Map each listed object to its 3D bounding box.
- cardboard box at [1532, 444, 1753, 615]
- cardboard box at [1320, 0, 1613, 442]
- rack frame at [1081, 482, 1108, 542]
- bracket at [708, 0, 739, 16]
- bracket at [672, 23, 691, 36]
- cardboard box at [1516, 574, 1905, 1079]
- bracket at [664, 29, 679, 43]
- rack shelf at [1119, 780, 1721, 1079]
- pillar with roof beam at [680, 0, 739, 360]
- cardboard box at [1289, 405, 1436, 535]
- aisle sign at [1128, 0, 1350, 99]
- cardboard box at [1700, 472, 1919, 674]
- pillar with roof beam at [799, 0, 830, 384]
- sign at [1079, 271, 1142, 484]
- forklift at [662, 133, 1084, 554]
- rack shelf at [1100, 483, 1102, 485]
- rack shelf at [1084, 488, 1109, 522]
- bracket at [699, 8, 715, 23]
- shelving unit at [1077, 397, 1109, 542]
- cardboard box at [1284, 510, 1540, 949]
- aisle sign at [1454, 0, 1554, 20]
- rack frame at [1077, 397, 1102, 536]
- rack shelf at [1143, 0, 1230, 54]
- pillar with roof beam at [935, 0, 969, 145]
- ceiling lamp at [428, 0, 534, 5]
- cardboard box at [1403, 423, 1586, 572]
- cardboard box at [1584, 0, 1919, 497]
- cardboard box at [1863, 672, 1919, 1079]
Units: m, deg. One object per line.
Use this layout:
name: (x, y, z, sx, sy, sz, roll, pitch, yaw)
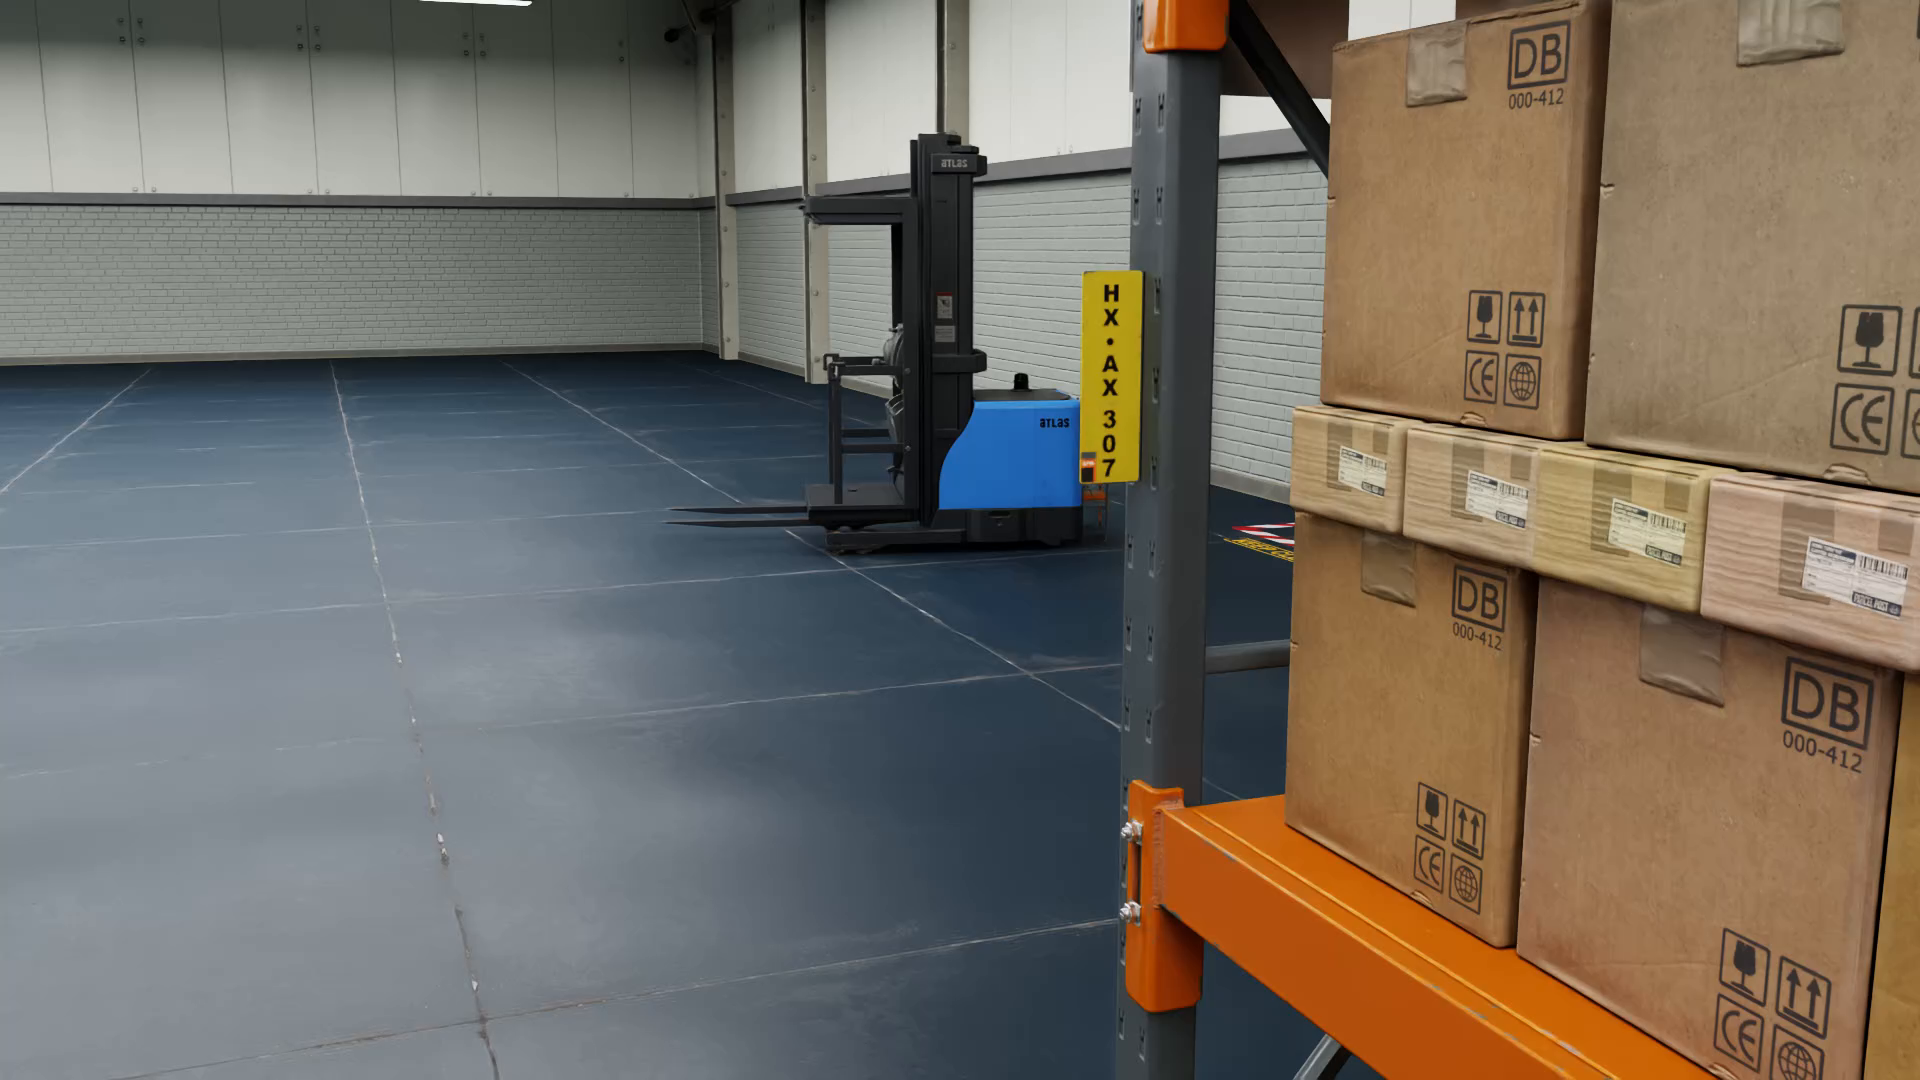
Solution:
cardboard box: (0.881, -0.027, 1.867, 0.380, 0.149, 0.250, -4, 11, -21)
cardboard box: (0.928, -0.422, 2.237, 0.700, 0.500, 0.500, -4, 11, -21)
rack frame: (0.996, -0.507, 12.270, 0.200, 1.050, 0.008, -1, 10, -6)
bracket: (-3.691, -9.187, 28.094, 0.076, 0.066, 4.783, -4, 11, -21)
bracket: (-5.570, -10.033, 32.853, 0.076, 0.066, 3.189, -4, 11, -21)
cardboard box: (1.104, 0.294, 1.919, 0.700, 0.500, 0.500, -4, 11, -19)
bracket: (-5.784, -10.130, 33.395, 0.235, 0.232, 0.430, -4, 11, -21)
rack shelf: (1.477, 0.861, 1.068, 1.077, 0.370, 4.000, -4, 11, -21)
pillar with roof beam: (-8.456, -7.652, 29.745, 9.100, 9.000, 0.548, -4, 11, -21)
cardboard box: (0.693, -0.110, 2.338, 0.380, 0.149, 0.250, -4, 11, -21)
aisle sign: (0.443, -1.091, 2.564, 0.394, 0.787, 0.004, -4, 11, -21)
cardboard box: (0.970, 0.015, 1.635, 0.380, 0.149, 0.250, -4, 11, -22)
pillar with roof beam: (-6.282, -6.673, 24.239, 9.100, 9.000, 0.400, -4, 11, -21)
sign: (0.233, -0.250, 2.565, 0.100, 0.325, 0.005, -4, 11, -21)
forklift: (-0.656, -1.437, 12.132, 3.031, 2.935, 1.130, -1, 10, -6)
rack shelf: (0.983, -0.517, 12.391, 0.215, 0.259, 0.240, -1, 10, -6)
rack shelf: (0.982, -0.244, 12.440, 0.215, 0.259, 0.240, -1, 10, -6)
bracket: (-4.624, -9.607, 30.458, 0.235, 0.232, 0.430, -4, 11, -21)
shelving unit: (0.983, -0.528, 12.389, 0.215, 1.050, 0.252, -1, 10, -6)
cardboard box: (0.909, 0.208, 2.399, 0.700, 0.500, 0.500, -4, 11, -21)
aisle sign: (1.002, -1.129, 2.778, 0.394, 0.787, 0.004, -4, 11, -21)
rack frame: (0.969, -0.549, 12.509, 0.200, 1.050, 0.008, -1, 10, -6)
rack shelf: (1.477, -0.616, 0.805, 1.077, 0.370, 4.000, -4, 11, -21)
pillar with roof beam: (-4.108, -5.694, 18.733, 9.100, 9.000, 0.400, -4, 11, -21)
ceiling lamp: (-7.667, -9.854, 25.454, 2.000, 3.185, 0.800, -4, 11, -21)
cardboard box: (0.792, -0.067, 2.097, 0.380, 0.149, 0.250, -4, 11, -22)
cardboard box: (1.124, -0.336, 1.756, 0.700, 0.500, 0.500, -4, 11, -22)
cardboard box: (1.279, 0.375, 1.461, 0.700, 0.500, 0.500, -4, 11, -21)
